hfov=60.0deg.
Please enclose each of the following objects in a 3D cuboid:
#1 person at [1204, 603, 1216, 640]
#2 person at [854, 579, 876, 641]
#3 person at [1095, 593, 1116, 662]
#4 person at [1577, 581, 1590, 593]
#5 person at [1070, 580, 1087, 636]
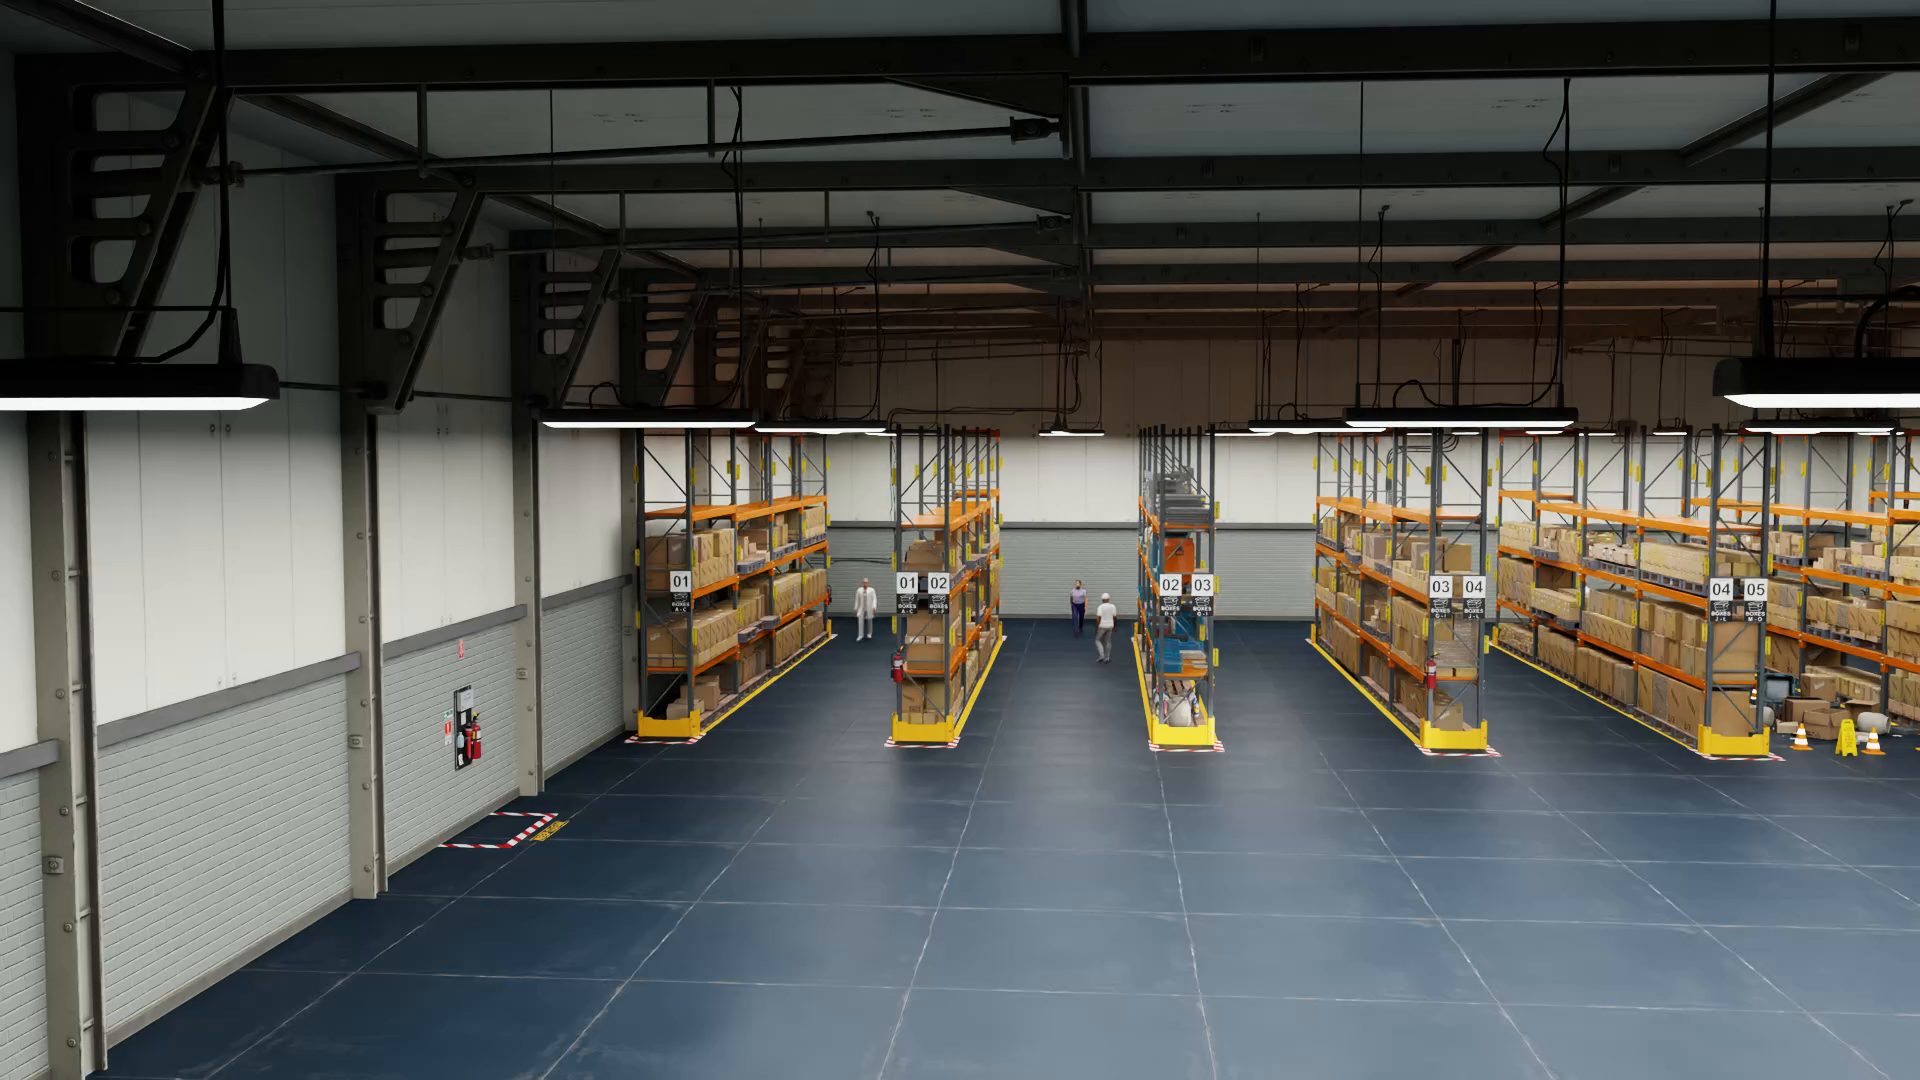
[{"bbox_3d":[7.035,2.048,47.387,0.409,1.540,0.967,-1,4,-14],"label":"person"},{"bbox_3d":[-2.695,2.013,47.128,0.672,1.623,1.102,0,3,6],"label":"person"},{"bbox_3d":[3.728,2.259,42.656,0.609,1.793,0.398,-2,4,-26],"label":"person"},{"bbox_3d":[18.051,1.970,48.339,0.501,1.725,0.519,-1,4,-21],"label":"person"},{"bbox_3d":[3.463,1.962,48.503,0.503,1.588,1.022,0,3,3],"label":"person"}]
